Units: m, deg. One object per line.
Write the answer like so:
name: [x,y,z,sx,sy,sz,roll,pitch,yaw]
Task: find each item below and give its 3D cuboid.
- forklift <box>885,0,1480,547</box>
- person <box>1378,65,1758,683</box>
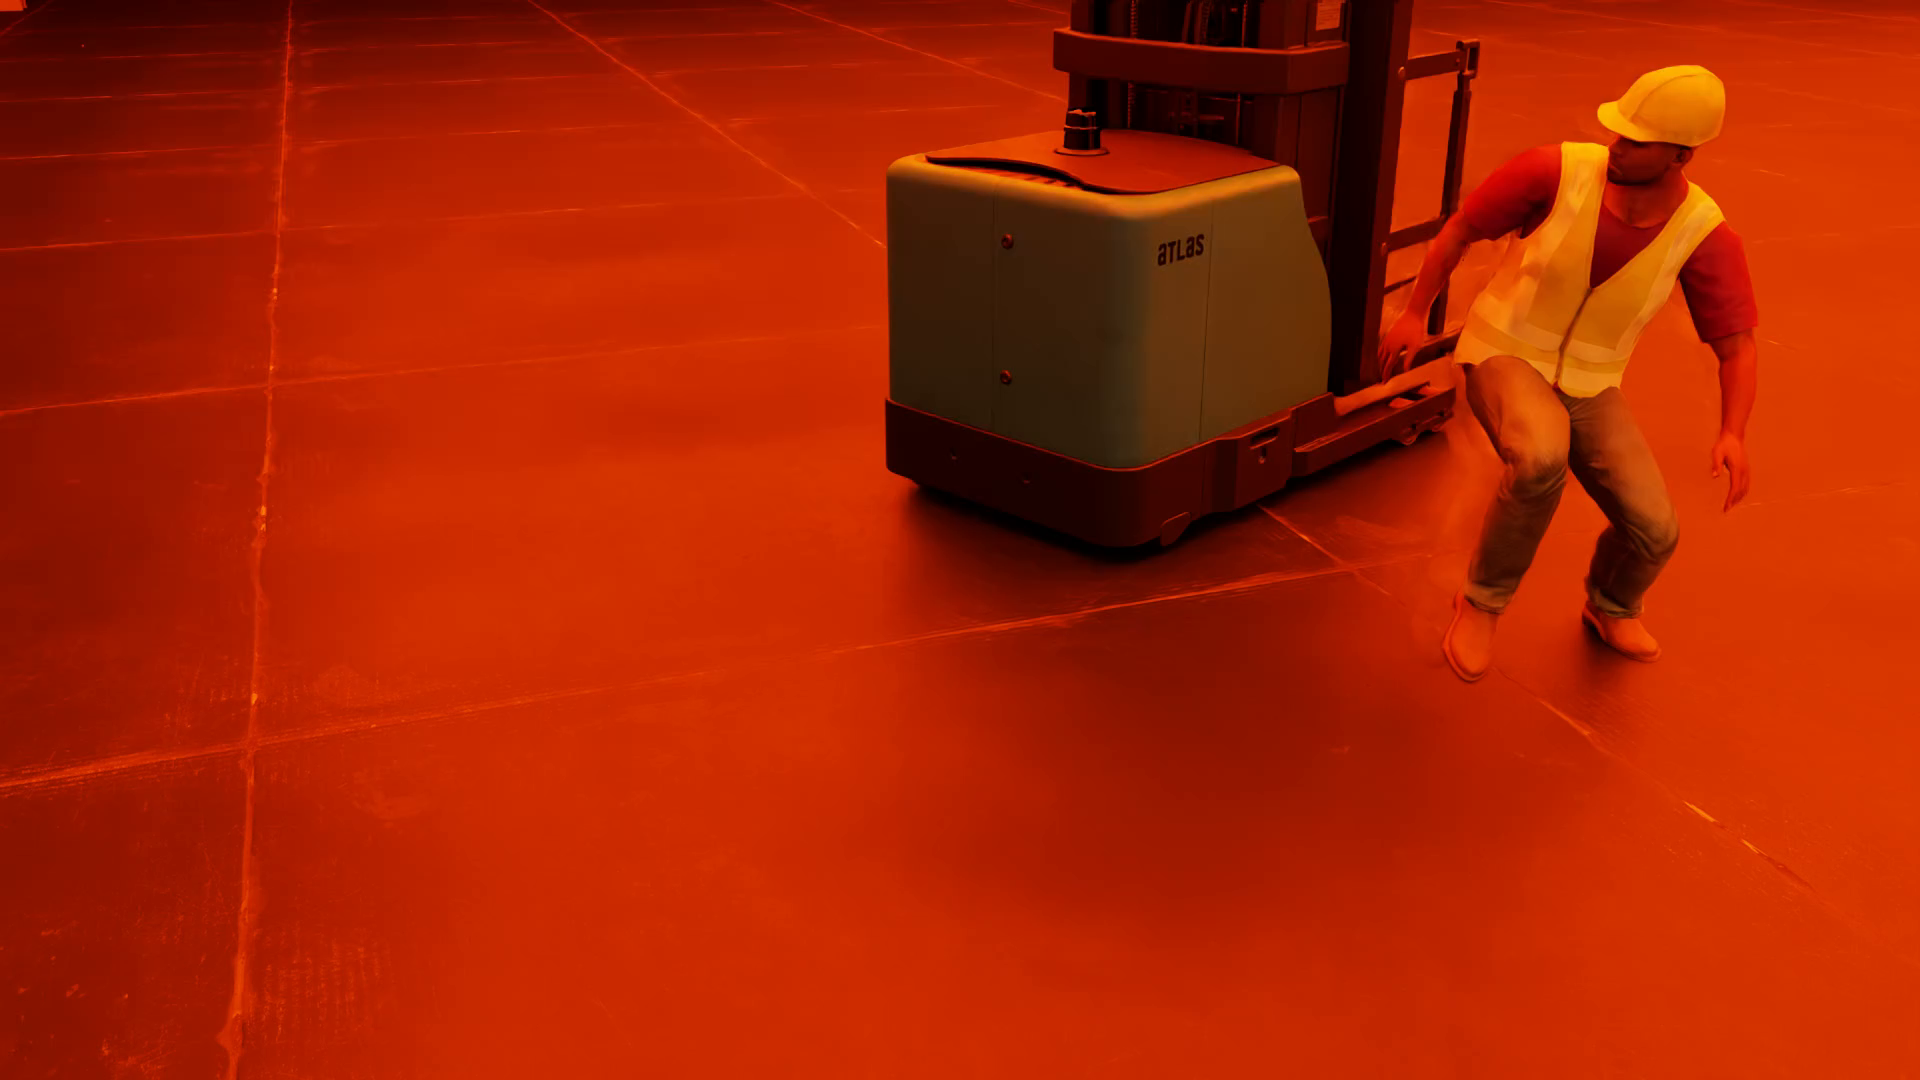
forklift: [1.144,-1.808,5.599,1.130,2.935,3.031,21,30,40]
person: [1.506,-0.382,4.079,0.832,1.527,0.705,0,23,0]
